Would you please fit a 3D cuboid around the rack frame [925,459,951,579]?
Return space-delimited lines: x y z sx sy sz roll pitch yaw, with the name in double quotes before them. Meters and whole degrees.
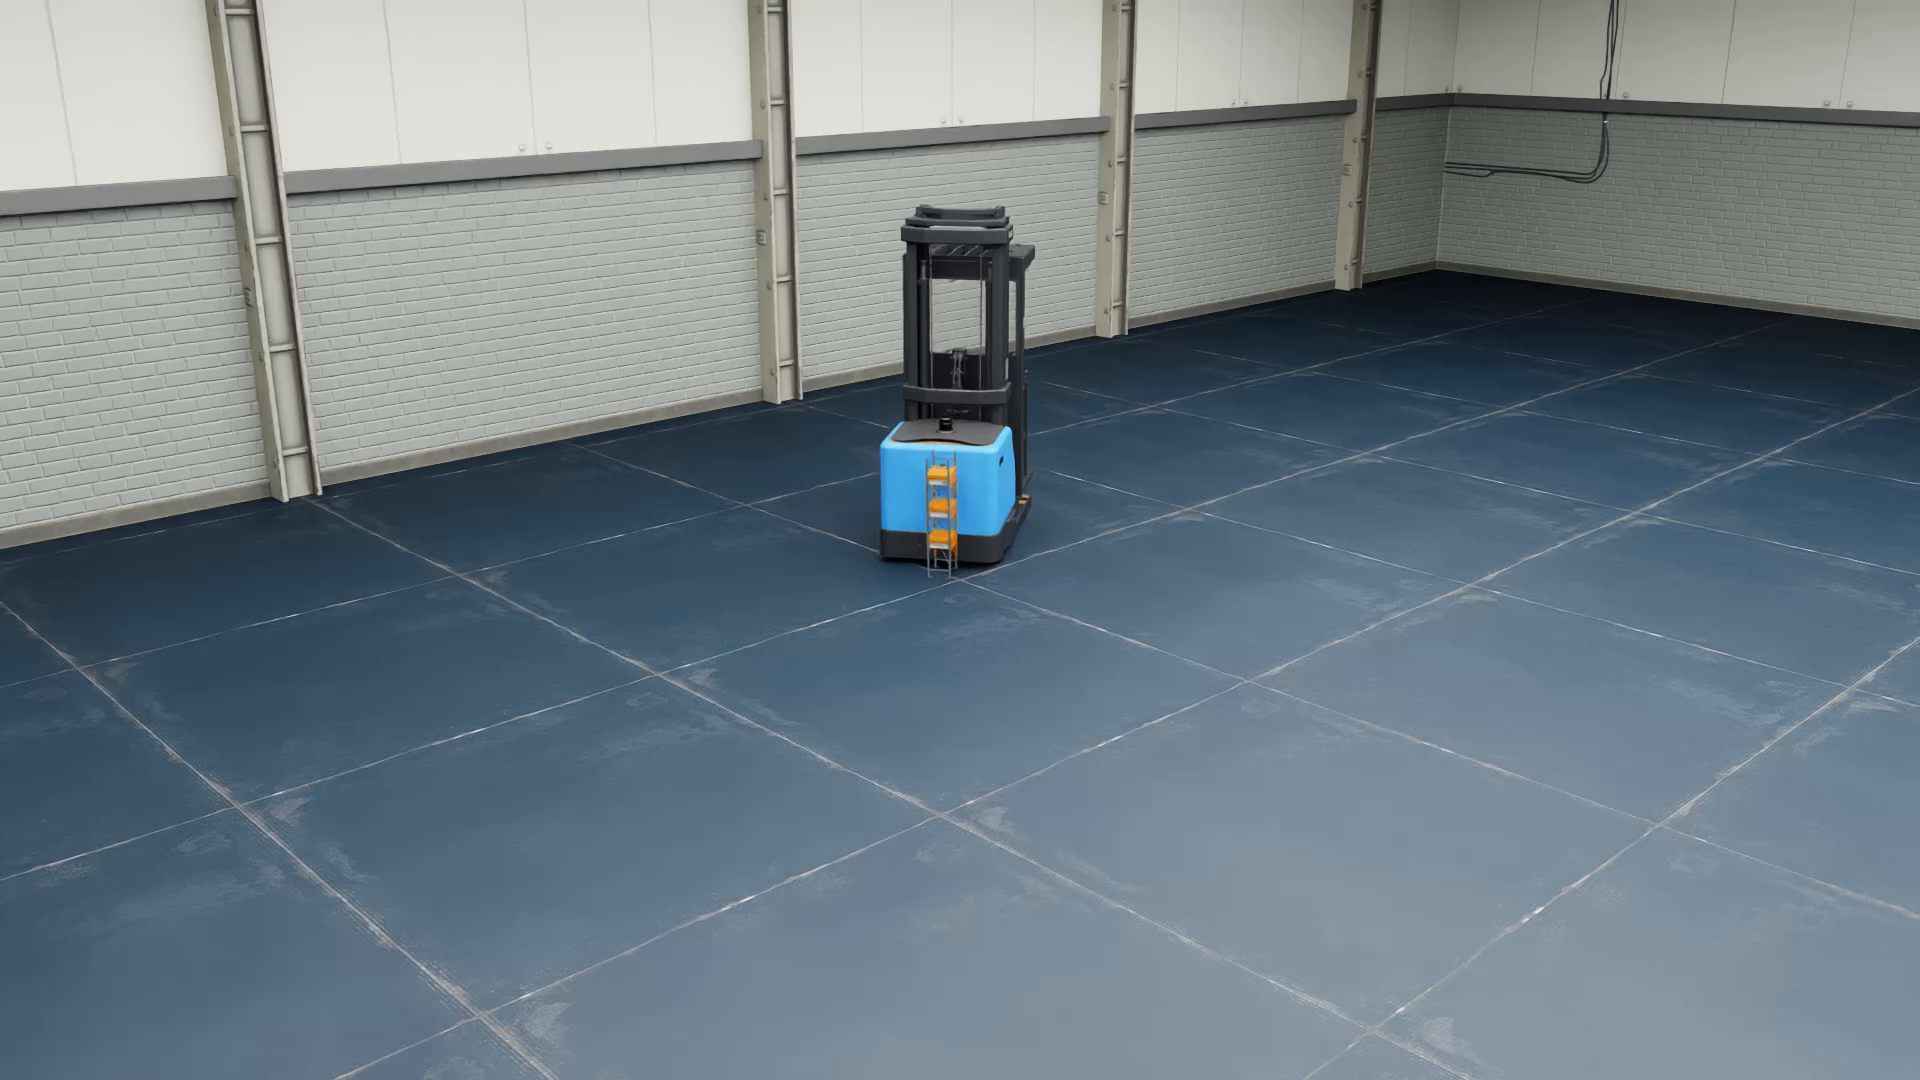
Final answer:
"rack frame" -0.180 -0.170 13.807 0.200 1.050 0.008 4 21 12

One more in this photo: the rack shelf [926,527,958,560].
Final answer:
"rack shelf" -0.150 0.057 14.021 0.215 0.259 0.240 4 21 12

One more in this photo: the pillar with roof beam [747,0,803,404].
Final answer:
"pillar with roof beam" 0.795 -5.031 15.912 0.400 9.000 9.100 -16 24 -41

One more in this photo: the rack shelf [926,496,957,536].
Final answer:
"rack shelf" -0.153 -0.203 13.922 0.215 0.259 0.240 4 21 12

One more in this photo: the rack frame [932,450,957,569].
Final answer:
"rack frame" -0.126 -0.255 14.030 0.200 1.050 0.008 4 21 12

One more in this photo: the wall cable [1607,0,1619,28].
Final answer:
"wall cable" 11.464 -9.186 25.571 0.112 2.526 3.097 -16 24 -41

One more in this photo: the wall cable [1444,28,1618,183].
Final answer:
"wall cable" 9.606 -7.390 28.220 0.112 2.526 3.097 -16 24 -41

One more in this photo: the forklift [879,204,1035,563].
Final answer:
"forklift" 0.077 -1.614 15.211 1.130 2.935 3.031 3 18 10

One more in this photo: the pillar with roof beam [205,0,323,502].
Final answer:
"pillar with roof beam" -3.565 -3.760 11.990 0.400 9.000 9.100 -16 24 -41

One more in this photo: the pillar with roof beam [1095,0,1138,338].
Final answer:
"pillar with roof beam" 5.155 -6.303 19.833 0.400 9.000 9.100 -16 24 -41

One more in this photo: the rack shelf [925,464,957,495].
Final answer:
"rack shelf" -0.156 -0.468 13.822 0.215 0.259 0.240 4 21 12

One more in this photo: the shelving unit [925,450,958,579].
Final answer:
"shelving unit" -0.153 -0.212 13.919 0.215 1.050 0.252 4 21 12

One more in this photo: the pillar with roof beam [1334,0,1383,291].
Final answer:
"pillar with roof beam" 9.514 -7.574 23.754 0.400 9.000 9.100 -16 24 -41
